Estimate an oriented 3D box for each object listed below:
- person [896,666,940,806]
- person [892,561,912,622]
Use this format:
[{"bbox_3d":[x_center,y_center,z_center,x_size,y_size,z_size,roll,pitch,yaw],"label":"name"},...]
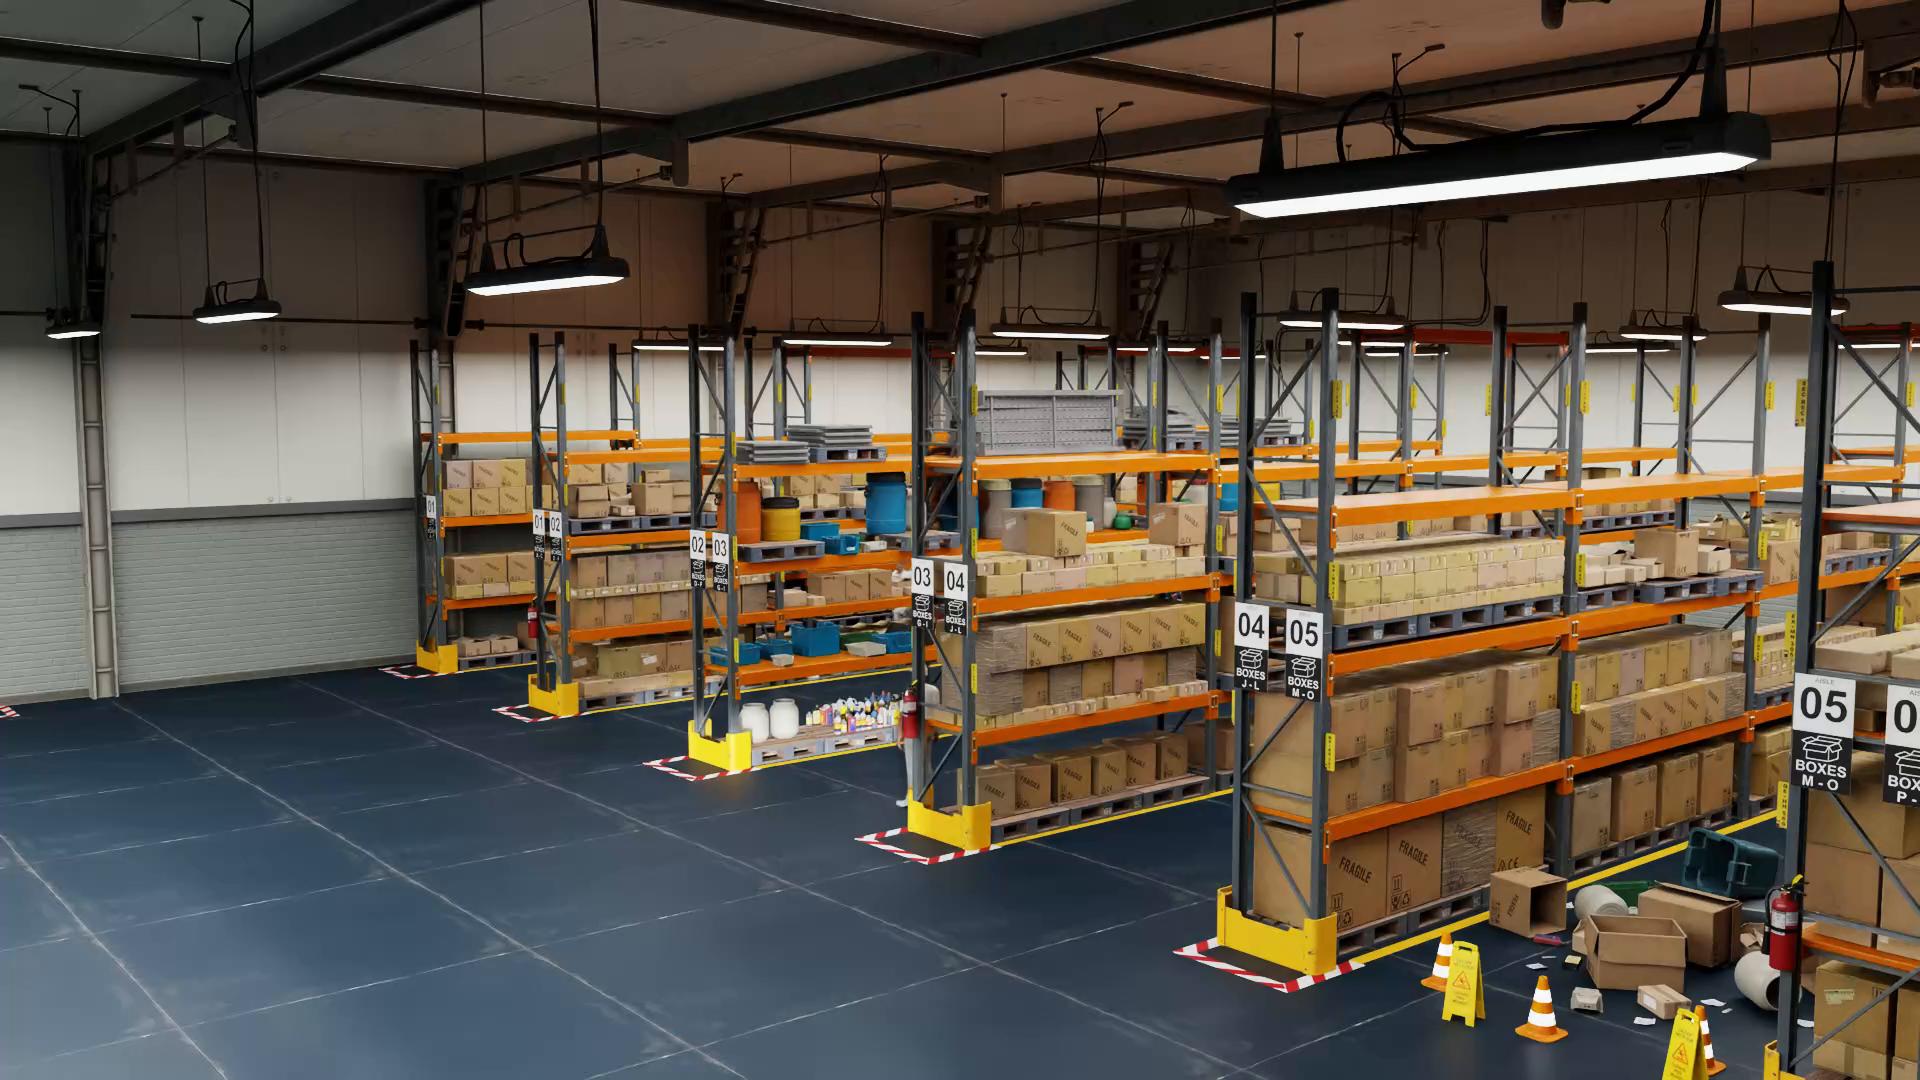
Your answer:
[{"bbox_3d":[-0.520,2.377,20.508,0.401,1.771,0.619,5,7,41],"label":"person"},{"bbox_3d":[-1.251,1.231,32.938,1.019,1.745,0.540,-4,7,-37],"label":"person"}]
